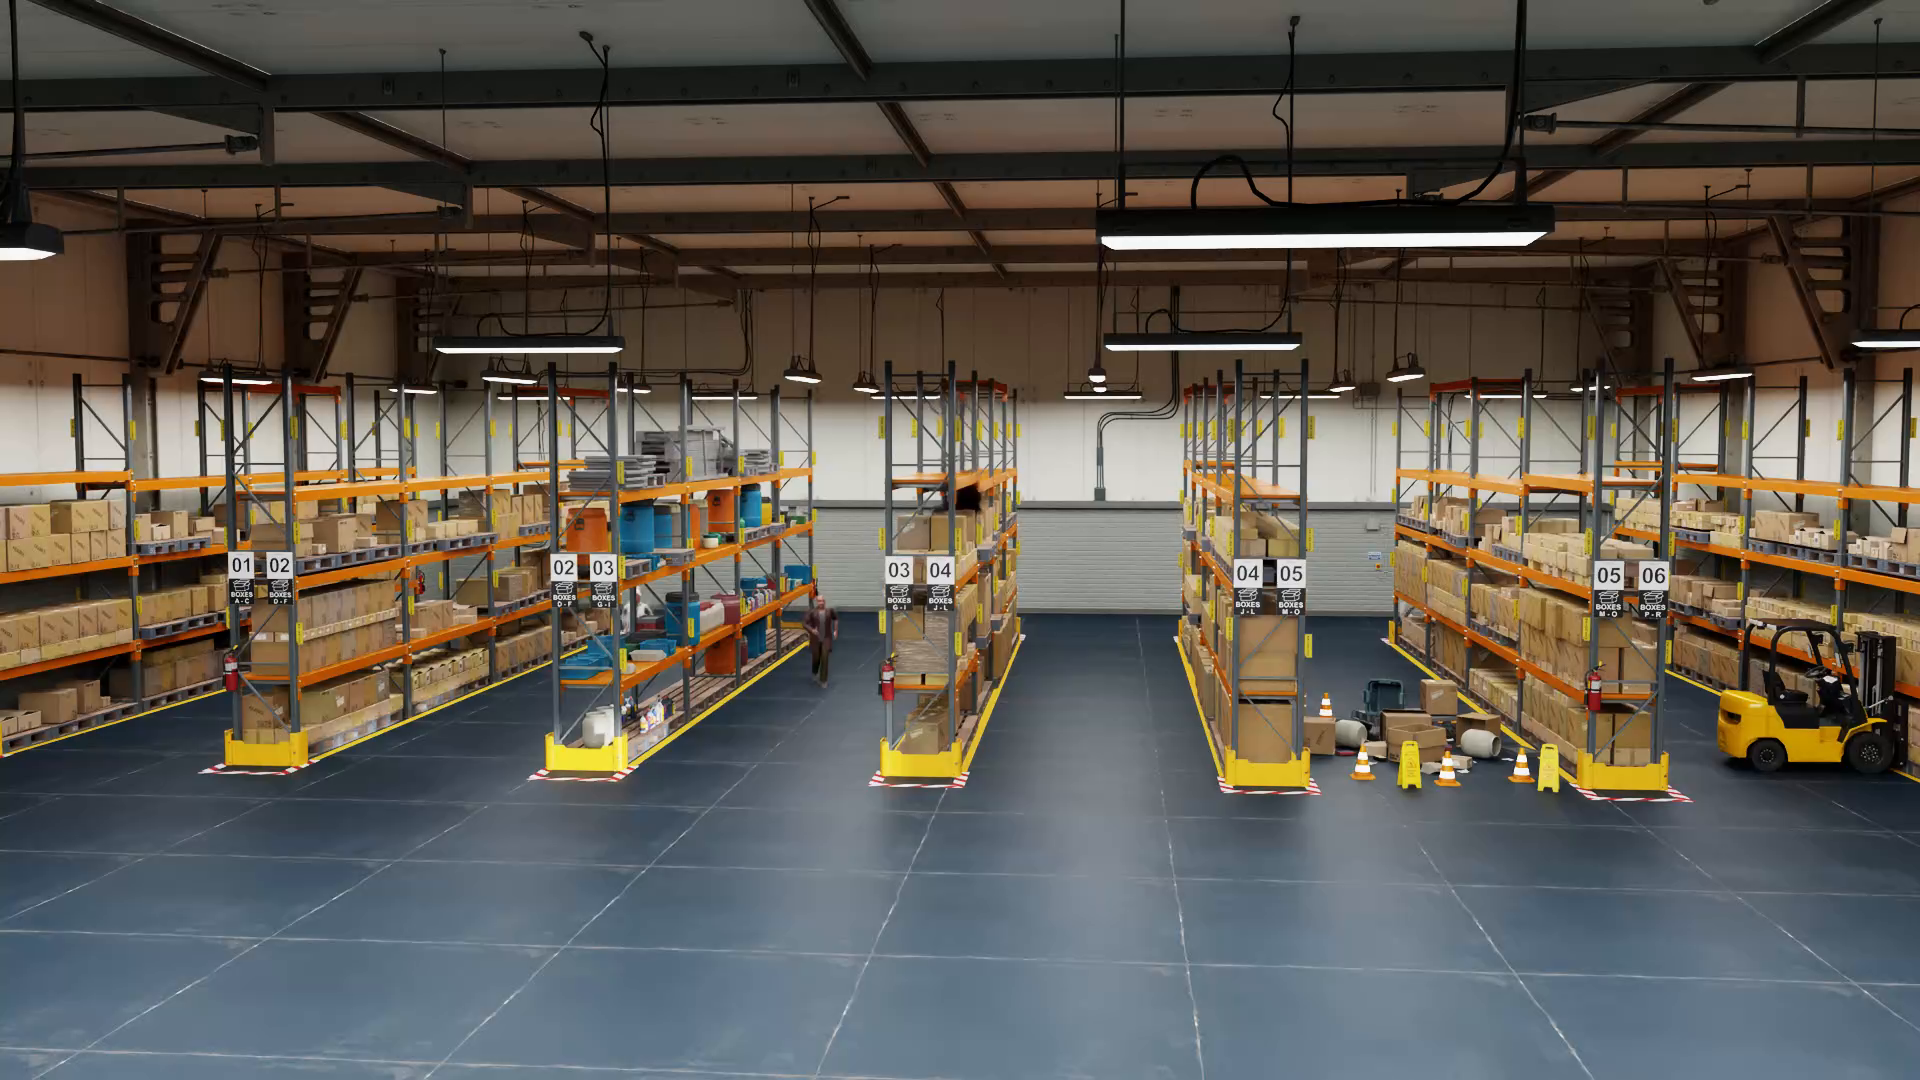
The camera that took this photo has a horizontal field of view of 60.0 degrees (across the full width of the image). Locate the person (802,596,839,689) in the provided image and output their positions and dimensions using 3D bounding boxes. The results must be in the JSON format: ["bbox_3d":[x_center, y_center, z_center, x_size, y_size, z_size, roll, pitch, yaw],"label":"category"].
[{"bbox_3d":[-2.721,1.973,32.557,0.733,1.791,0.925,-1,4,-10],"label":"person"}]

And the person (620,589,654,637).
[{"bbox_3d":[-6.678,1.892,34.359,0.669,1.772,0.798,0,4,-3],"label":"person"}]

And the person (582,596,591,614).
[{"bbox_3d":[-9.265,1.384,42.077,0.689,1.739,0.656,0,4,2],"label":"person"}]

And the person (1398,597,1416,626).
[{"bbox_3d":[10.948,1.469,40.560,0.627,1.741,0.656,0,4,-7],"label":"person"}]
